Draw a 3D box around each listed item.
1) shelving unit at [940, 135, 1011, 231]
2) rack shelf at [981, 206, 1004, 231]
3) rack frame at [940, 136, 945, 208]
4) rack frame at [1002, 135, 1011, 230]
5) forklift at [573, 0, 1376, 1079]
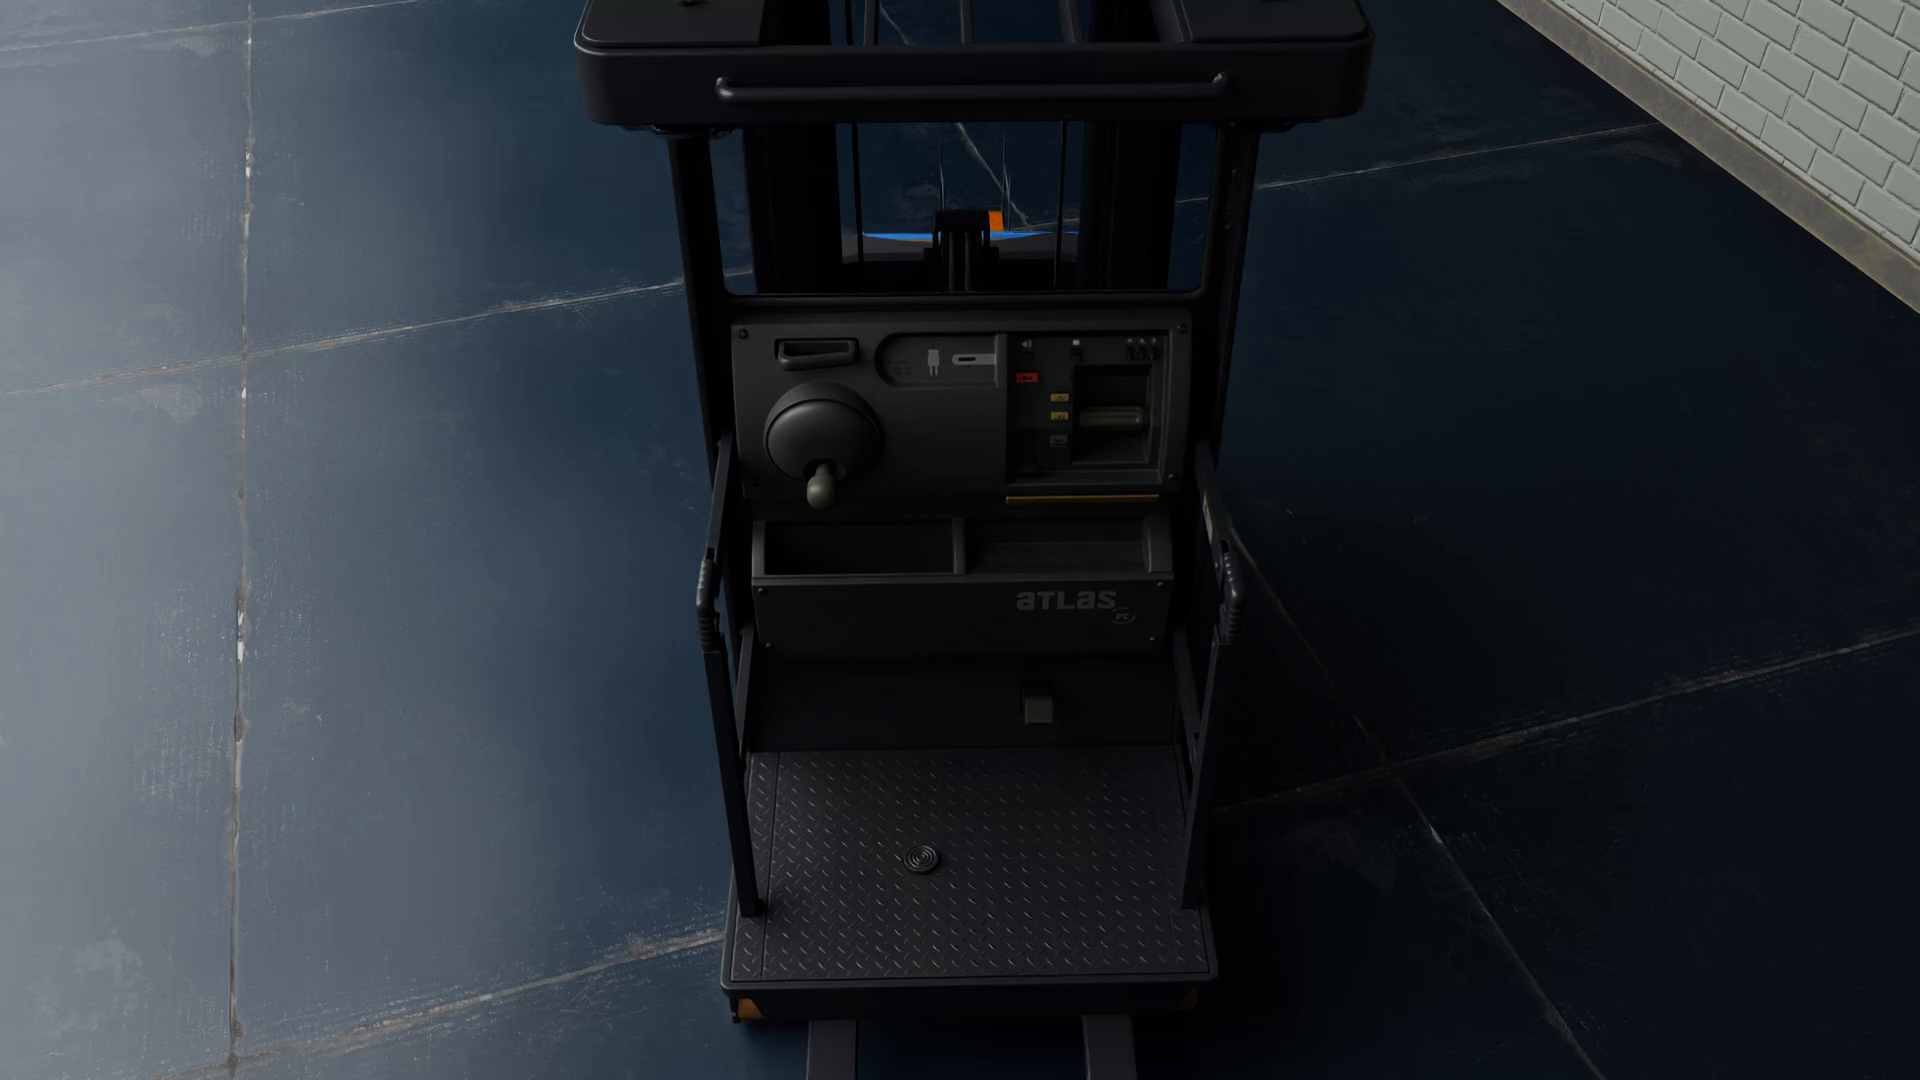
[{"bbox_3d":[0.042,-0.625,5.053,0.189,1.200,0.258,-2,41,-2],"label":"shelving unit"},{"bbox_3d":[0.042,-0.862,4.845,0.180,0.103,0.258,-2,41,-2],"label":"rack shelf"},{"bbox_3d":[-0.050,-0.622,5.050,0.006,1.200,0.240,-2,41,-2],"label":"rack frame"},{"bbox_3d":[0.133,-0.628,5.056,0.006,1.200,0.240,-2,41,-2],"label":"rack frame"},{"bbox_3d":[0.013,-0.185,3.233,1.130,2.935,3.031,-1,41,-1],"label":"forklift"}]
